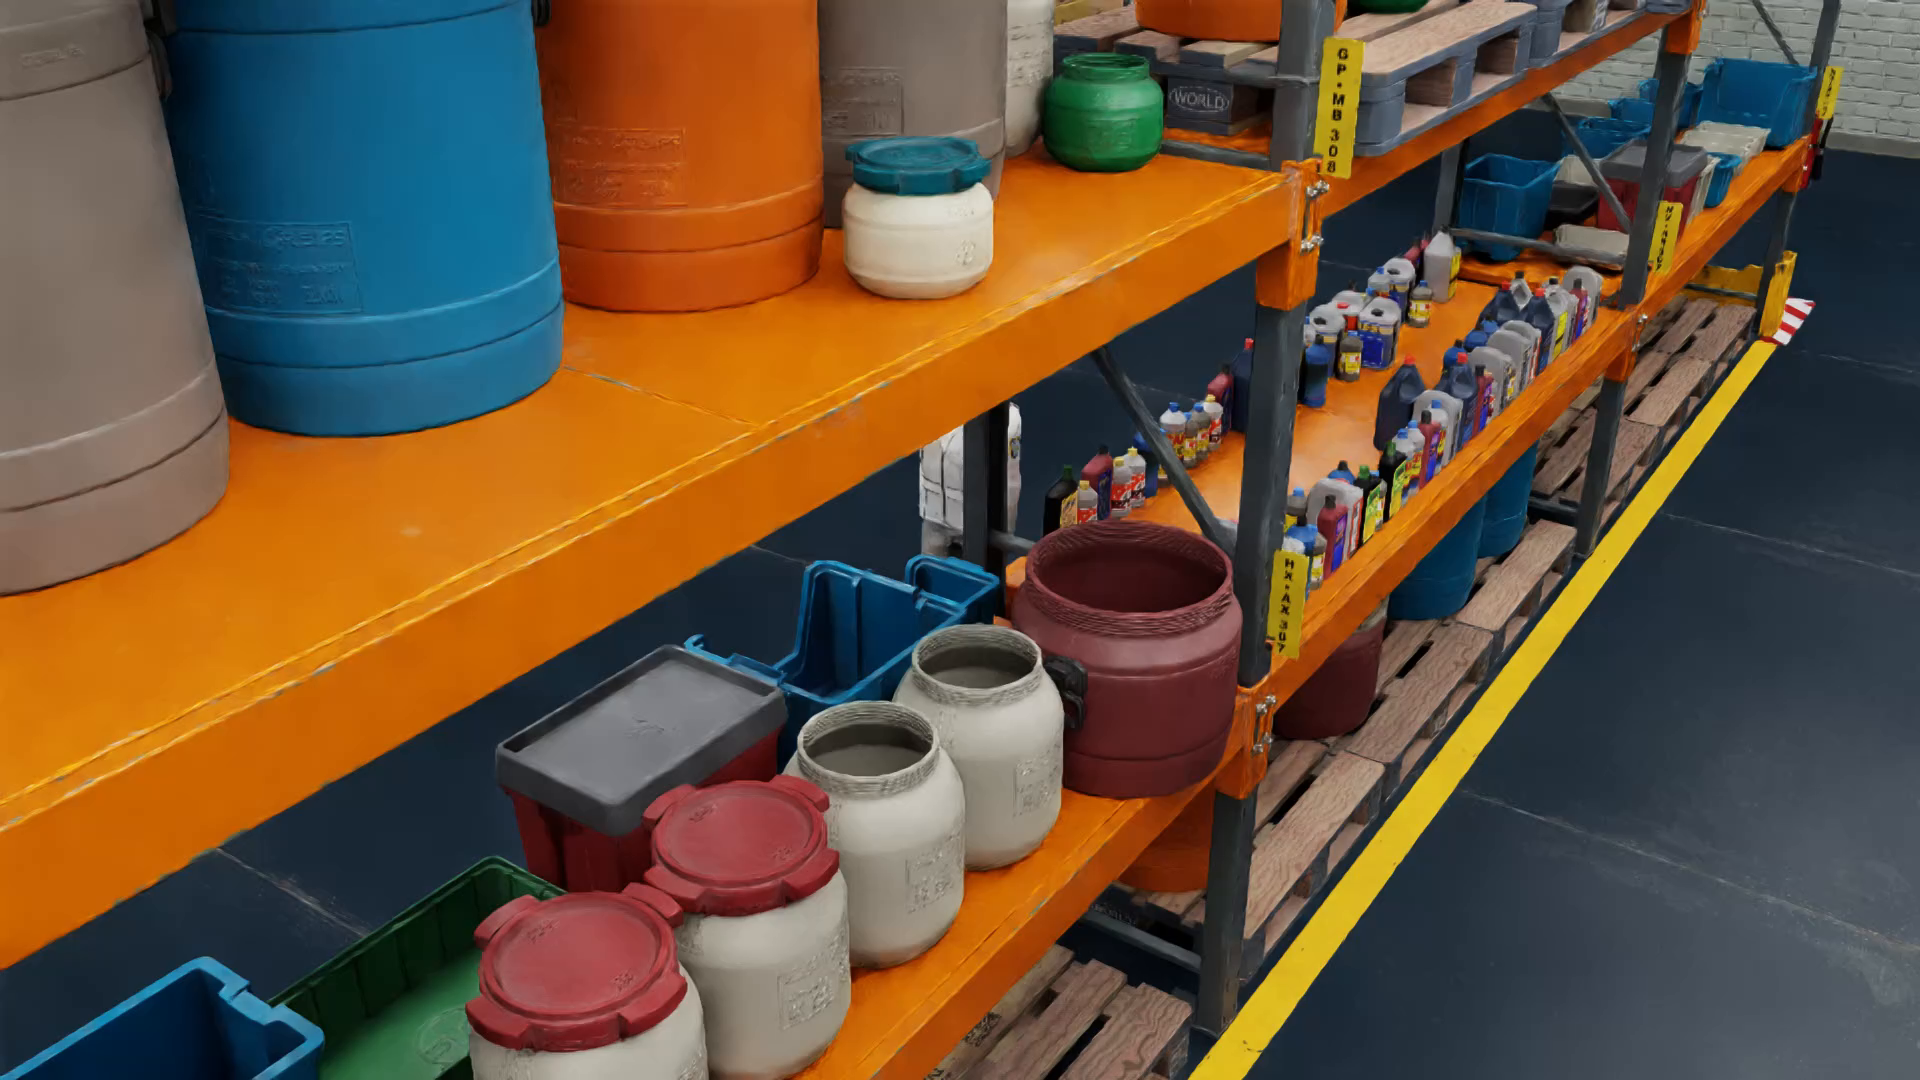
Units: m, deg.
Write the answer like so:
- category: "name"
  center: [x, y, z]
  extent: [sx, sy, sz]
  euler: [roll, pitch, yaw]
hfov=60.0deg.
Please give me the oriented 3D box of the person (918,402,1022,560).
- category: "person"
  center: [0.024, -0.051, 6.723]
  extent: [0.469, 1.663, 0.328]
  euler: [18, 32, 31]
